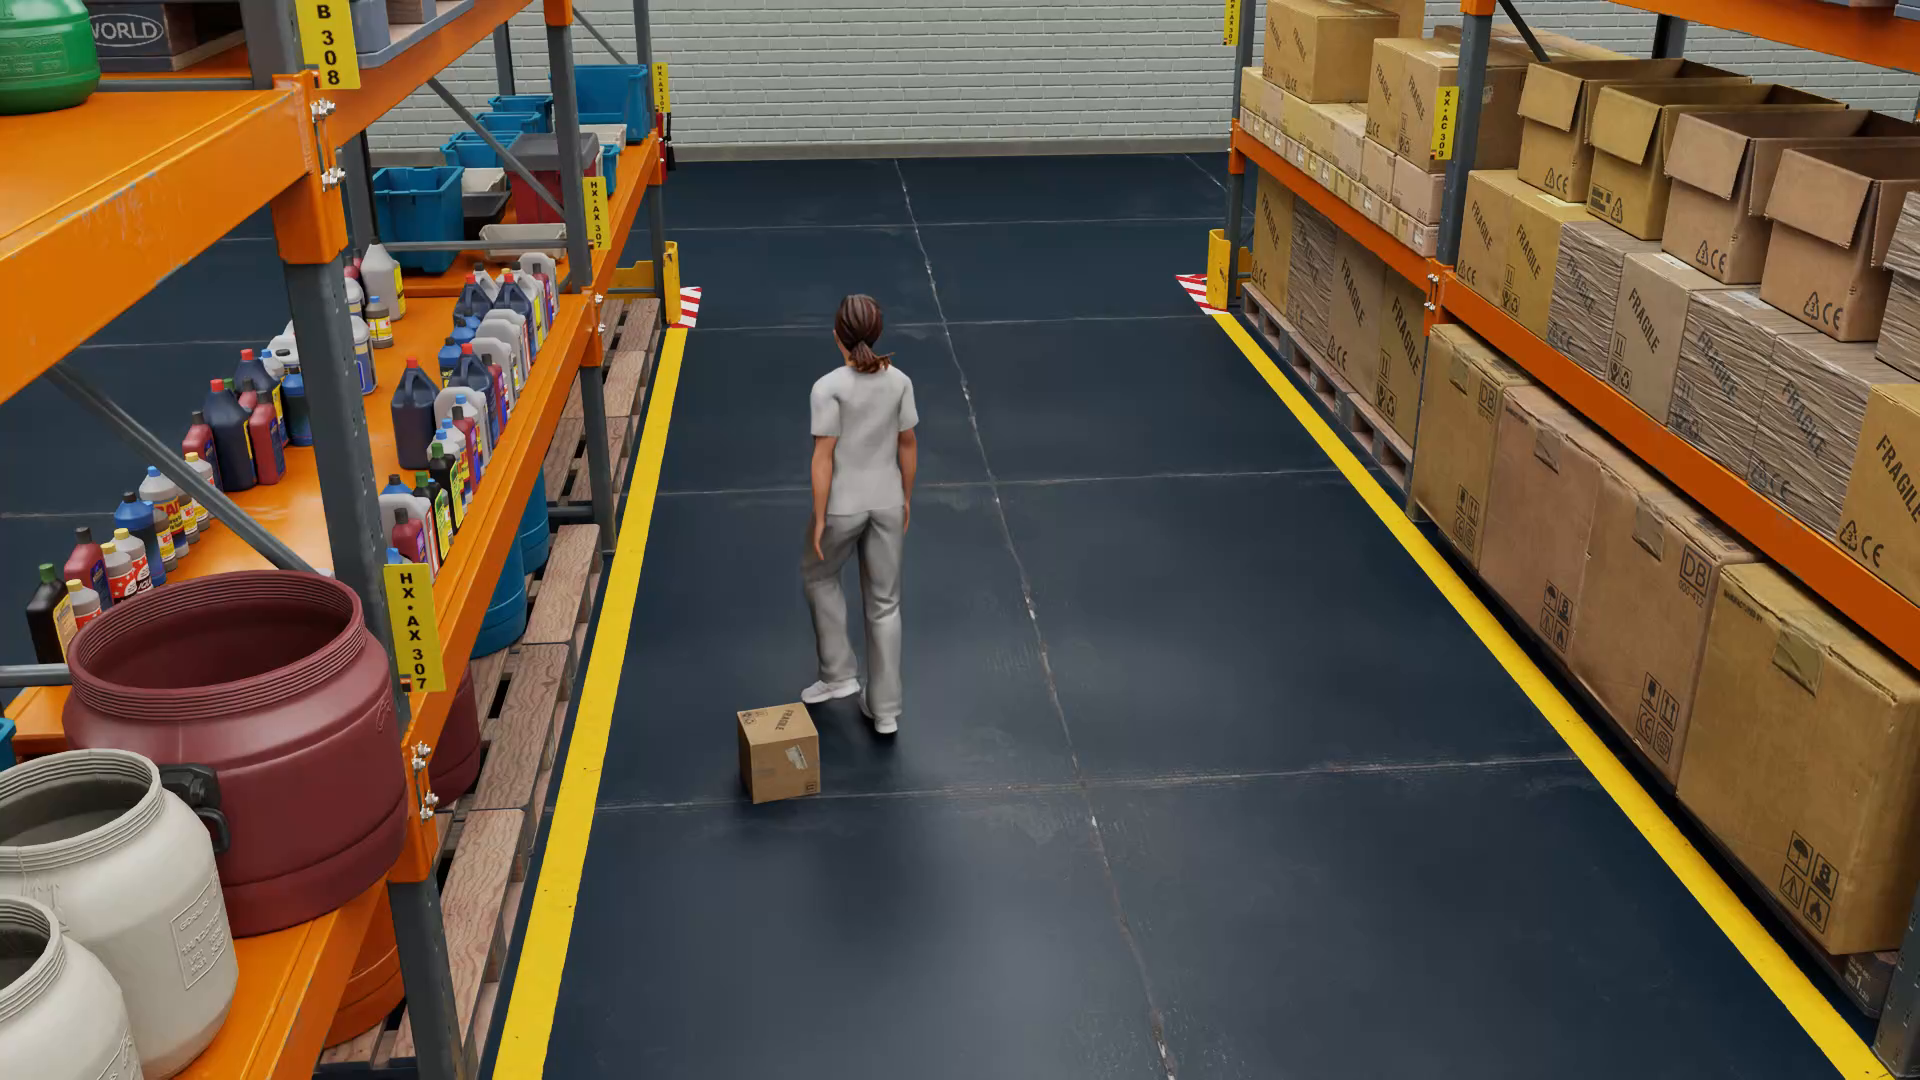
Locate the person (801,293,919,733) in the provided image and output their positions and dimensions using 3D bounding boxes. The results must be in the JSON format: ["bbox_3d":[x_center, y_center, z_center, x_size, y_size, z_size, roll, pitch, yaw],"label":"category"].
[{"bbox_3d":[-0.354,-0.078,6.294,0.473,1.688,0.539,-9,26,-20],"label":"person"}]
